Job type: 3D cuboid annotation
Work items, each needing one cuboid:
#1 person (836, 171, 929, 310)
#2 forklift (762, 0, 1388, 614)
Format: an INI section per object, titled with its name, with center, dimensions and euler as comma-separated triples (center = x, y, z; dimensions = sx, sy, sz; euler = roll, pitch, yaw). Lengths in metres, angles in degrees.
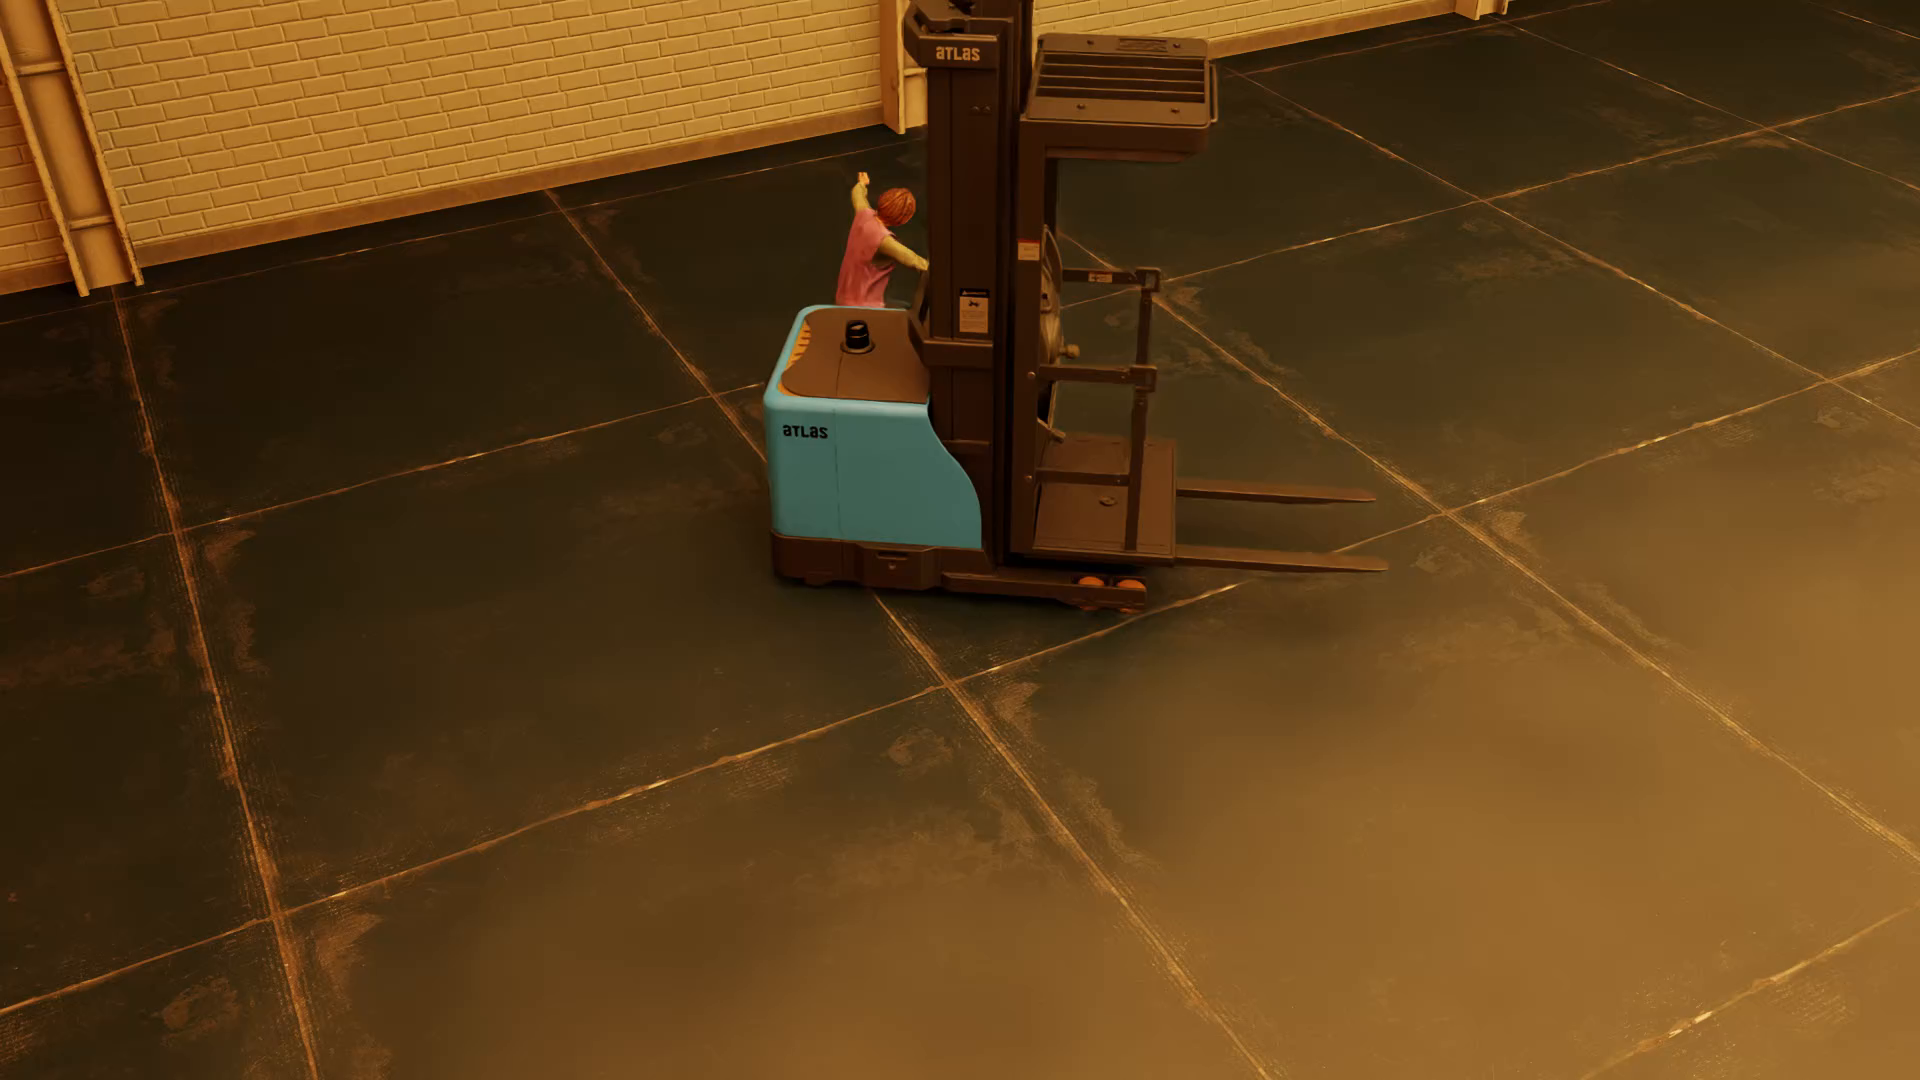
[person]
center = -0.378, -1.435, 9.582
dimensions = 0.715, 1.310, 1.340
euler = -10, 36, -14
[forklift]
center = 0.610, -1.162, 7.767
dimensions = 3.031, 2.935, 1.130
euler = 4, 35, 5
